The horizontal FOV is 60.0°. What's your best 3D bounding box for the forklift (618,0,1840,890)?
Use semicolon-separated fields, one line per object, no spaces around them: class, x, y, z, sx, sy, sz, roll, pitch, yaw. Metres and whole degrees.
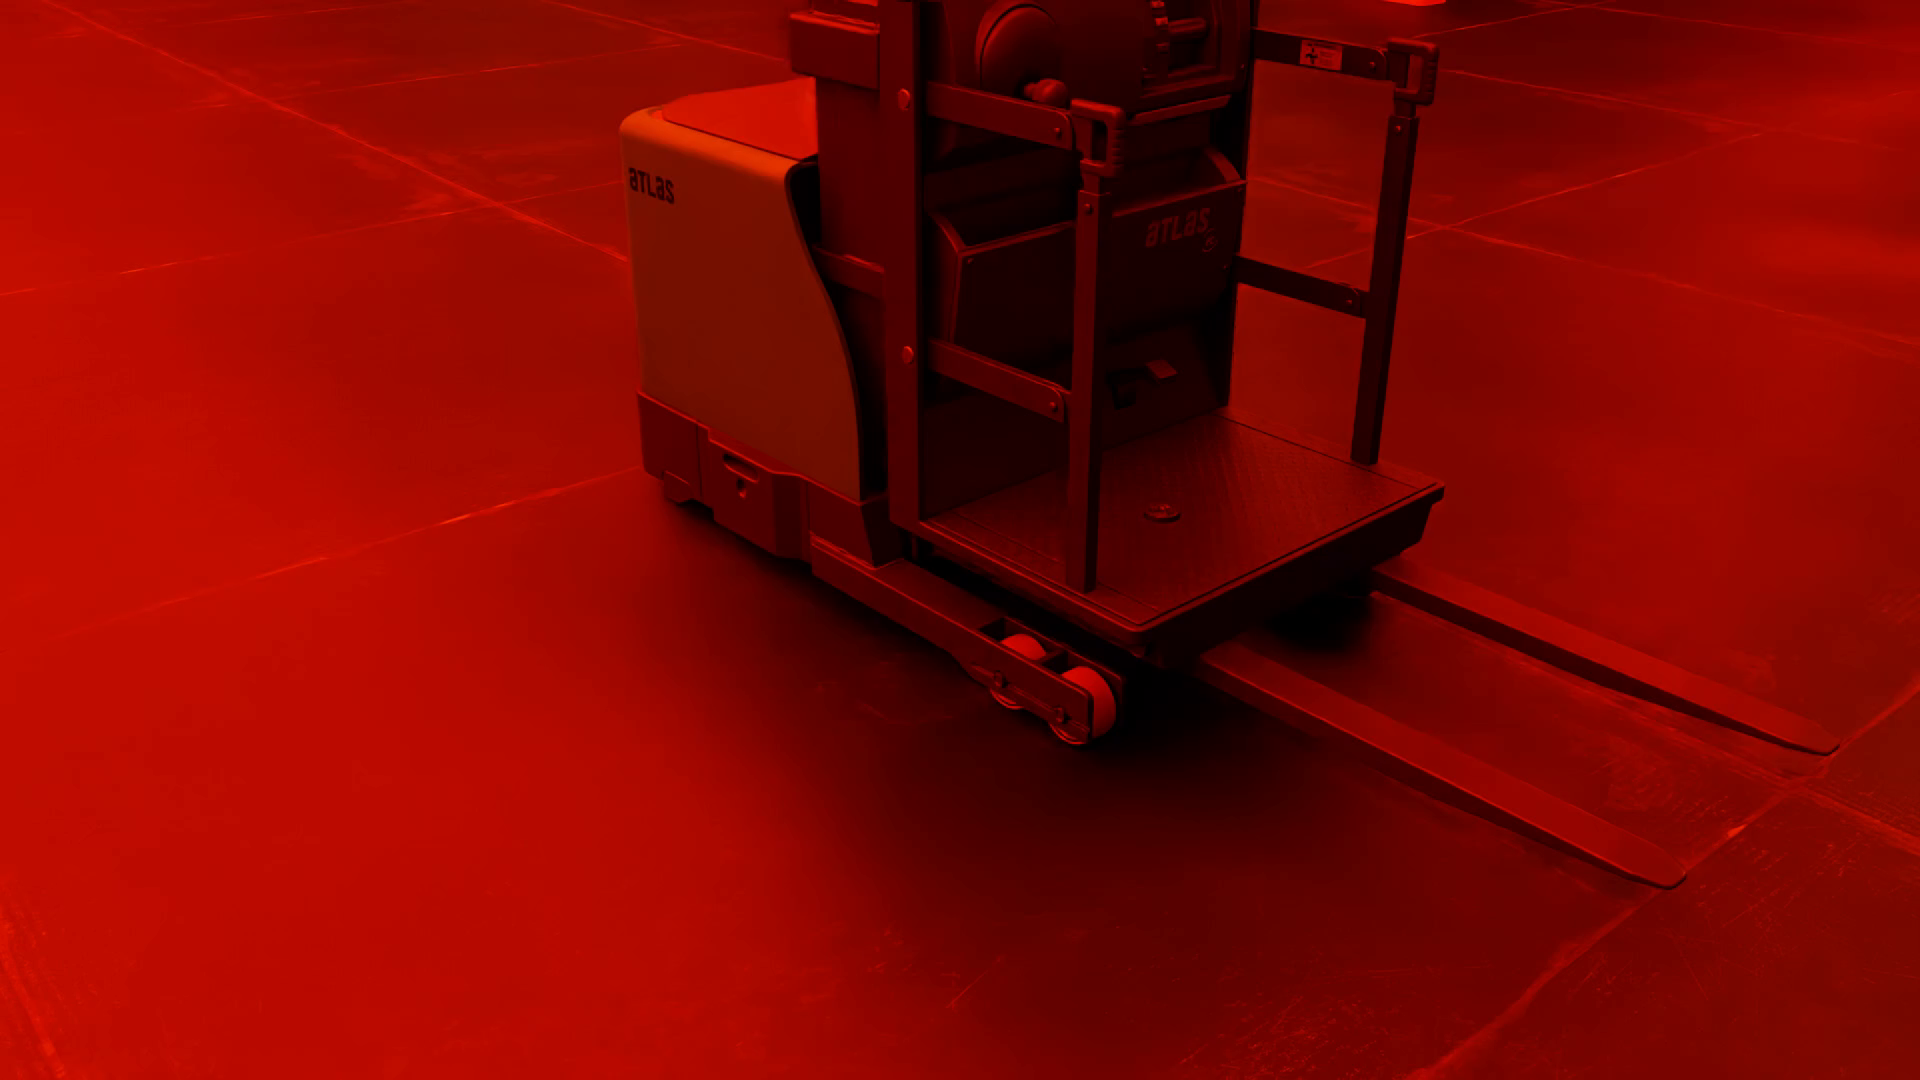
forklift;0.444;-1.125;3.470;1.130;2.935;3.031;-22;34;-37
